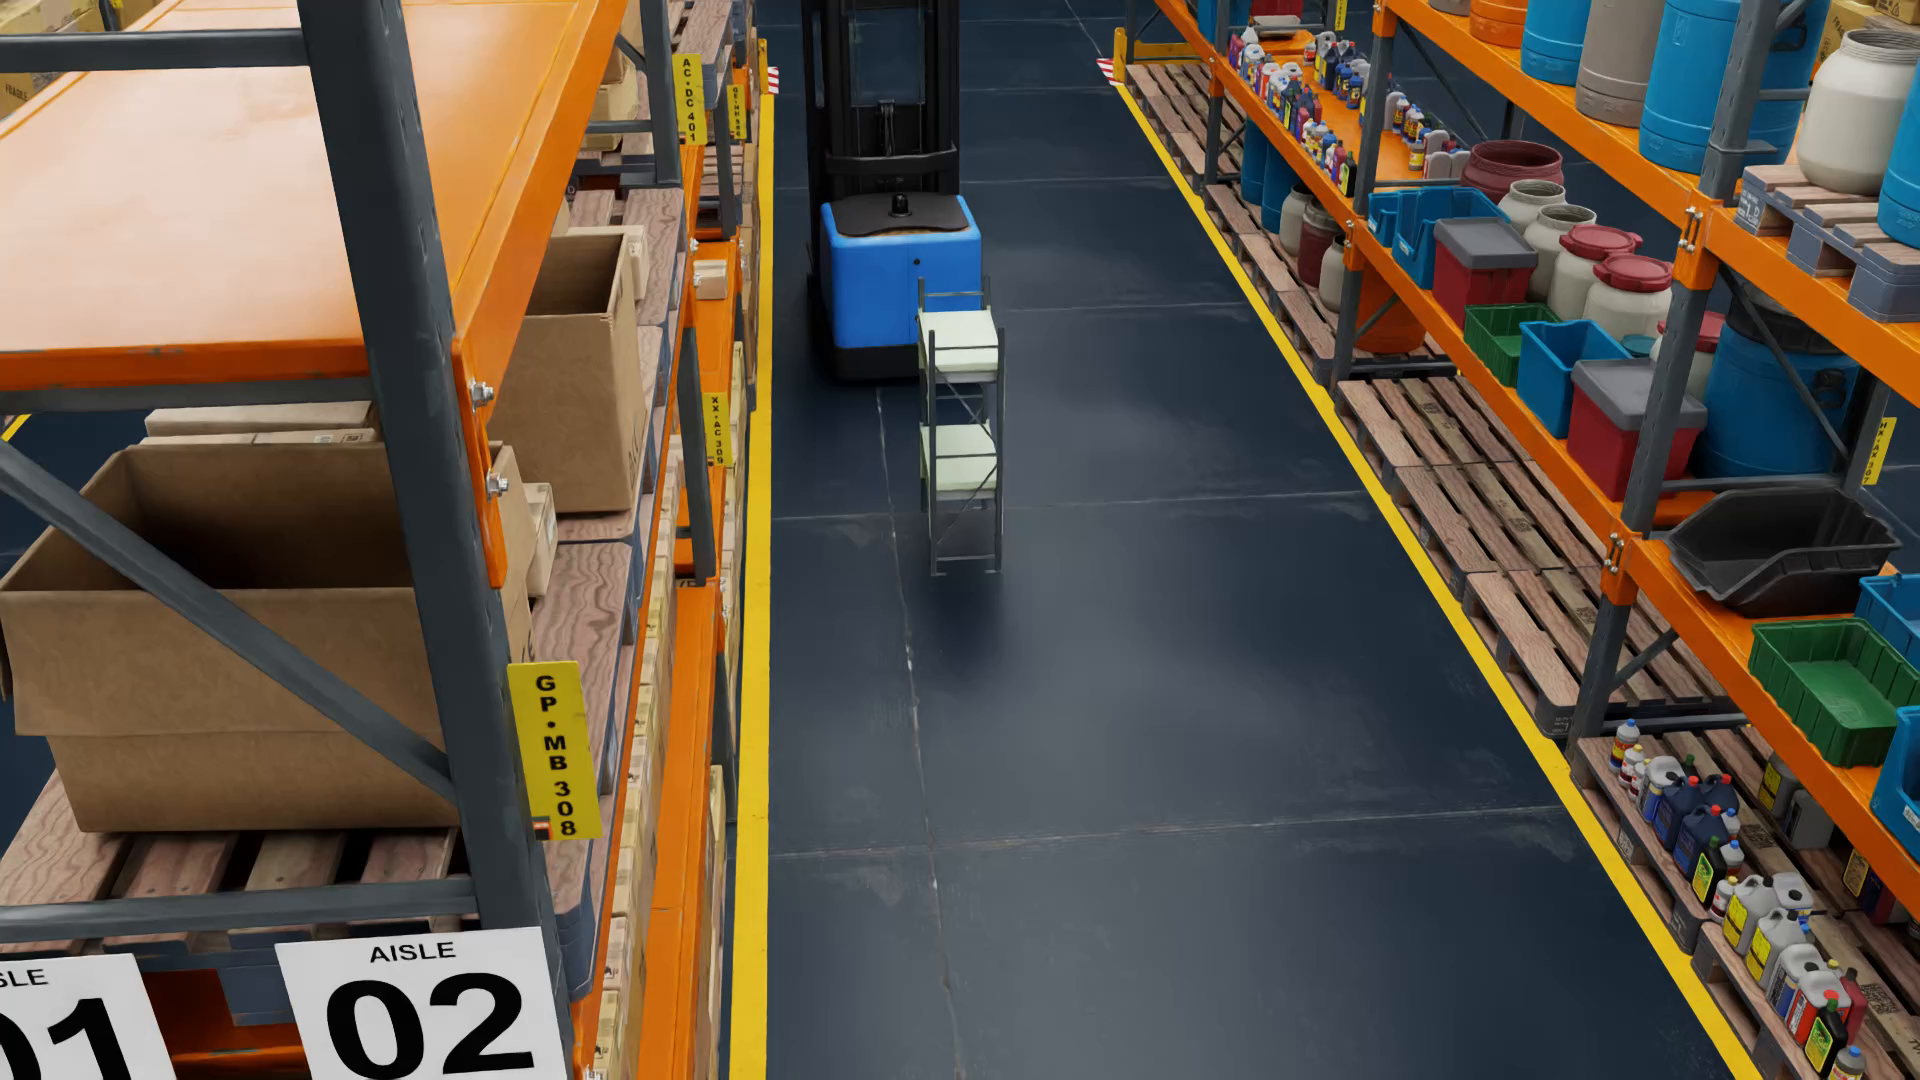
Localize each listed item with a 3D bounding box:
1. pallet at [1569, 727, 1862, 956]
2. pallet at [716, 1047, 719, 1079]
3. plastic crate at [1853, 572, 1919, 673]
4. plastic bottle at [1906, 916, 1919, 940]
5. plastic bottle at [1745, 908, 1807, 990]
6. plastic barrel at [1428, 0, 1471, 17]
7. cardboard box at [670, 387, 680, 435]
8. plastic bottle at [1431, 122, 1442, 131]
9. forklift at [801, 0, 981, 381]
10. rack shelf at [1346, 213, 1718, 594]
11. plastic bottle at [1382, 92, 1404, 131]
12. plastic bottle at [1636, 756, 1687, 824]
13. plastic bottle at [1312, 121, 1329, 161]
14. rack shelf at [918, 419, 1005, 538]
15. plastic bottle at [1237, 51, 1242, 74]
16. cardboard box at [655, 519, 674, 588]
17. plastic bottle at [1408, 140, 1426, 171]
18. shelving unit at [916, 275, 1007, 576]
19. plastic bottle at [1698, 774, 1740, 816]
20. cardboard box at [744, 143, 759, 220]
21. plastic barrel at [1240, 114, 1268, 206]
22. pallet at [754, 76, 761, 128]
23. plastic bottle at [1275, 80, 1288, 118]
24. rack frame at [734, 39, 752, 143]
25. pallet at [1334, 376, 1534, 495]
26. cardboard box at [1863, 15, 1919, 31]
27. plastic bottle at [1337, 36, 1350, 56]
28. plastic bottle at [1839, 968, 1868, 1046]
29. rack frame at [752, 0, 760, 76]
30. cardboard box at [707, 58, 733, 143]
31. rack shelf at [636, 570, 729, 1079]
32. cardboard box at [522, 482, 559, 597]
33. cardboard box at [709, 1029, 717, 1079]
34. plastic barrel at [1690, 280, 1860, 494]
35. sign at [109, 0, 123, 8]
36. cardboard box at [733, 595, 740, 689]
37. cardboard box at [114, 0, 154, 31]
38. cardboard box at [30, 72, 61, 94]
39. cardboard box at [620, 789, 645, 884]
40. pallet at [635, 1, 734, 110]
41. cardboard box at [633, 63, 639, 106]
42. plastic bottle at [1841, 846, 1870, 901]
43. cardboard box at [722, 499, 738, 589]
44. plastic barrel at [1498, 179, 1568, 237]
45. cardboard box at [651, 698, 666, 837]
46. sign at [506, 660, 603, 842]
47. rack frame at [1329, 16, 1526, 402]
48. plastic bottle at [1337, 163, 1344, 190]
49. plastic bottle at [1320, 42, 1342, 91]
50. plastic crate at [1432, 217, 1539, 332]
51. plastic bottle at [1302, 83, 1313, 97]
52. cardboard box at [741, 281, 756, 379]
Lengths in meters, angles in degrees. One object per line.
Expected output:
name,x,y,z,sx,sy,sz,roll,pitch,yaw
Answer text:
pallet,3.433,1.299,7.369,1.003,0.211,1.213,-3,31,-5
pallet,-1.371,2.222,5.824,1.003,0.211,1.213,-3,31,-5
plastic crate,3.785,0.373,6.346,0.499,0.251,0.616,-3,31,-5
plastic bottle,3.856,1.490,6.631,0.097,0.201,0.097,0,31,0
plastic bottle,3.149,1.546,6.391,0.144,0.351,0.185,-2,31,-3
plastic barrel,2.899,-3.358,9.034,0.600,0.901,0.600,0,31,0
cardboard box,-1.625,-0.712,7.920,0.500,0.500,0.500,-1,31,-1
plastic bottle,3.309,-2.778,11.590,0.061,0.283,0.133,-3,31,-5
forklift,-0.588,-3.095,12.074,1.130,2.935,3.031,-5,31,-8
rack shelf,3.225,-0.955,9.126,1.077,0.370,4.000,-3,31,-5
plastic bottle,3.190,-3.176,12.264,0.152,0.276,0.135,-3,31,-5
plastic bottle,3.062,1.085,7.236,0.152,0.276,0.135,-2,31,-3
plastic bottle,2.525,-2.792,11.625,0.097,0.271,0.097,0,31,0
rack shelf,0.001,-0.361,9.527,0.431,0.370,0.720,-3,31,-5
plastic bottle,2.315,-3.908,13.562,0.097,0.201,0.097,0,31,0
cardboard box,-1.234,0.060,5.995,0.380,0.149,0.250,-4,31,-6
plastic bottle,3.154,-2.657,11.467,0.097,0.201,0.097,0,31,0
shelving unit,0.001,-0.640,9.360,0.431,1.500,0.755,-3,31,-5
plastic bottle,3.217,1.131,7.086,0.144,0.351,0.185,-3,31,-5
cardboard box,-1.936,-2.969,13.805,0.500,0.500,0.500,-3,31,-5
plastic barrel,2.698,-3.328,14.034,0.600,0.901,0.708,-3,31,-5
pallet,-2.559,-4.491,17.063,1.003,0.211,1.213,-3,31,-5
plastic bottle,2.429,-3.316,12.502,0.097,0.271,0.097,0,31,0
rack frame,-2.268,-4.092,13.676,1.000,3.000,0.127,-3,31,-5
pallet,3.072,-0.690,10.700,1.003,0.211,1.213,-3,31,-5
cardboard box,7.484,-3.848,13.171,0.500,0.500,0.500,-3,31,-6
plastic bottle,3.076,-3.852,13.323,0.144,0.351,0.185,-3,31,-5
plastic bottle,3.287,1.725,6.158,0.061,0.283,0.133,-3,31,-5
rack frame,-2.642,-6.134,17.095,1.000,3.000,0.127,-3,31,-5
cardboard box,-1.960,-3.065,11.450,0.700,0.500,0.500,3,31,5
rack shelf,-1.333,1.323,5.312,1.077,0.370,4.000,-3,31,-5
cardboard box,-1.081,0.006,3.590,0.380,0.149,0.250,-3,31,-5
cardboard box,-1.114,1.985,5.774,0.500,0.250,0.500,-3,31,-5
plastic barrel,3.677,-0.670,7.458,0.600,0.901,0.708,-3,31,-5
sign,-6.660,-4.346,13.050,0.100,0.325,0.005,-3,31,-5
cardboard box,-1.358,0.514,8.237,0.500,0.250,0.500,-2,31,-3
cardboard box,-7.234,-4.259,13.663,0.980,0.700,0.700,-2,31,-4
cardboard box,-6.809,-3.291,11.928,0.500,0.500,0.500,-3,31,-4
cardboard box,-1.091,0.845,4.680,0.380,0.149,0.250,-3,31,-5
pallet,-1.634,-2.343,8.007,1.003,0.211,1.213,-1,31,-2
cardboard box,-1.622,-2.006,6.996,0.500,0.250,0.500,-6,31,-9
plastic bottle,3.707,1.330,6.818,0.061,0.283,0.133,-3,31,-5
cardboard box,-1.402,0.009,8.535,0.500,0.311,0.500,-4,31,-6
plastic barrel,3.347,-1.818,9.760,0.421,0.512,0.421,0,31,0
cardboard box,-1.374,0.701,5.554,0.700,0.500,0.500,-2,31,-4
sign,-0.593,0.314,2.444,0.100,0.325,0.005,-3,31,-5
rack frame,3.038,-2.285,10.651,1.000,3.000,0.127,-3,31,-5
plastic bottle,2.583,-2.445,11.113,0.097,0.201,0.097,0,31,0
plastic bottle,2.950,-3.751,13.153,0.144,0.351,0.185,-3,31,-5
plastic crate,2.884,-1.473,9.228,0.402,0.464,0.583,-3,31,-5
plastic bottle,2.582,-3.273,12.431,0.097,0.271,0.097,0,31,0
cardboard box,-1.652,-1.411,11.197,0.500,0.500,0.500,-1,31,-2
